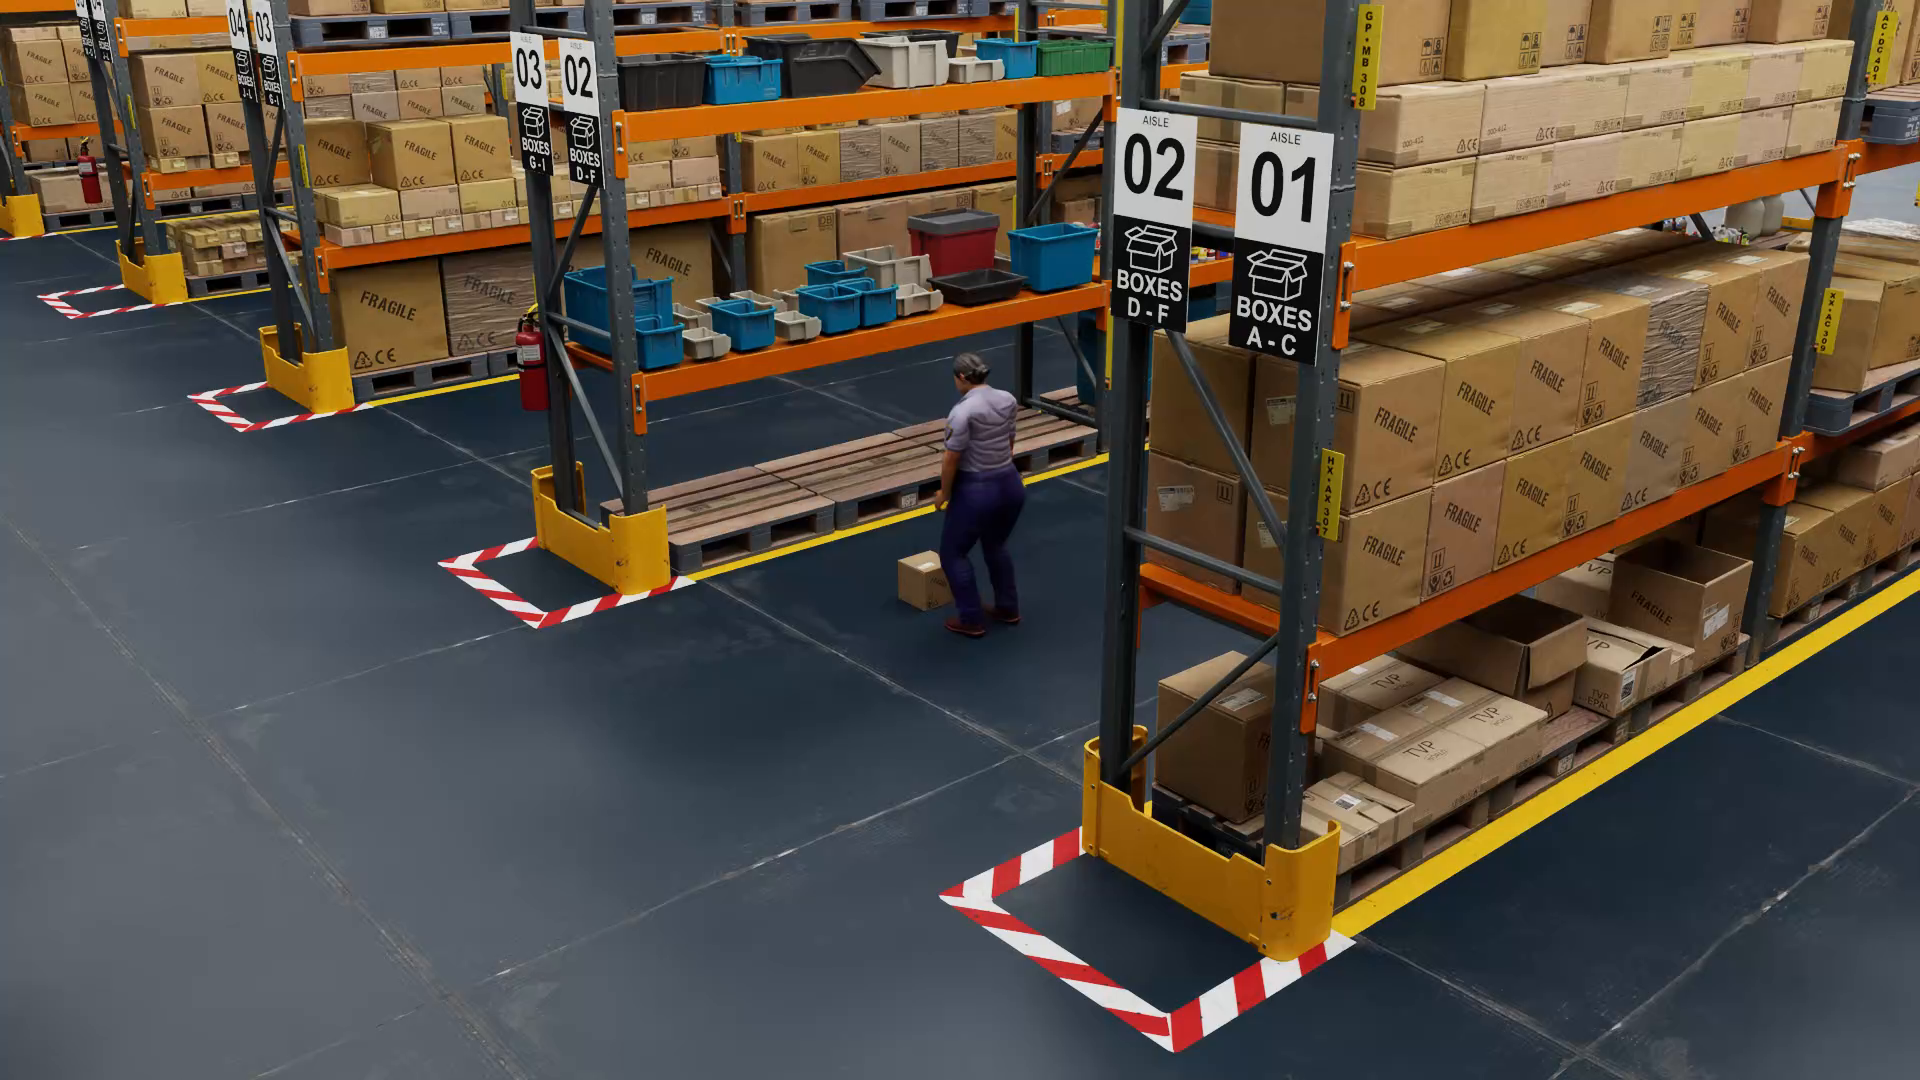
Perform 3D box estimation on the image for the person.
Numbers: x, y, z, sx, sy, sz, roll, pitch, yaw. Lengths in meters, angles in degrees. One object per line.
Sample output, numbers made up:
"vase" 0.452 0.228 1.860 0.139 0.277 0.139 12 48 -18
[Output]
"person" 0.111 -0.246 9.315 0.496 1.607 0.396 -16 27 -36
